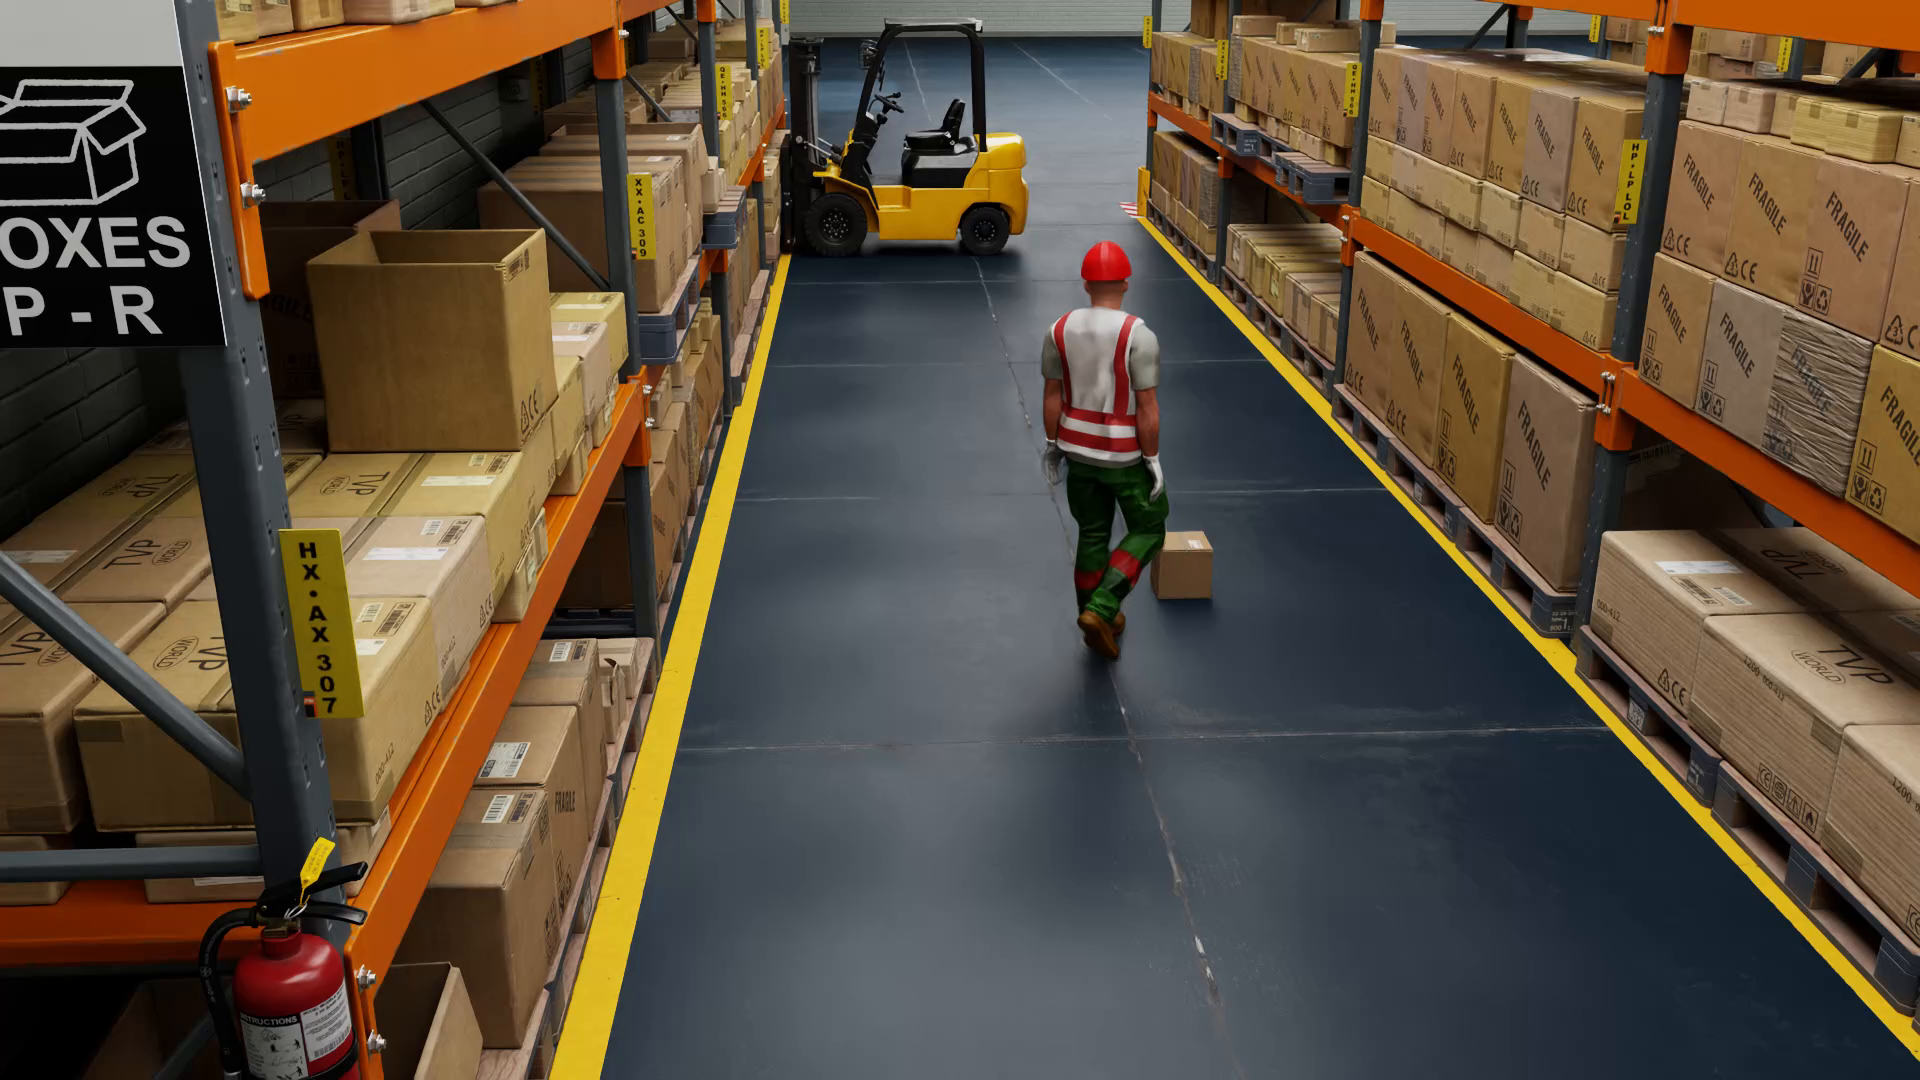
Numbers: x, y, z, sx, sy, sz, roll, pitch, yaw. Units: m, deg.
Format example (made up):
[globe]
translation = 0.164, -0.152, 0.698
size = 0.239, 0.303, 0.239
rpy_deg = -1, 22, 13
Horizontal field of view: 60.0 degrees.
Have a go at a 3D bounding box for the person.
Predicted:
[person]
translation = 0.609, -0.360, 6.989
size = 0.576, 1.785, 0.605
rpy_deg = 13, 24, 31
